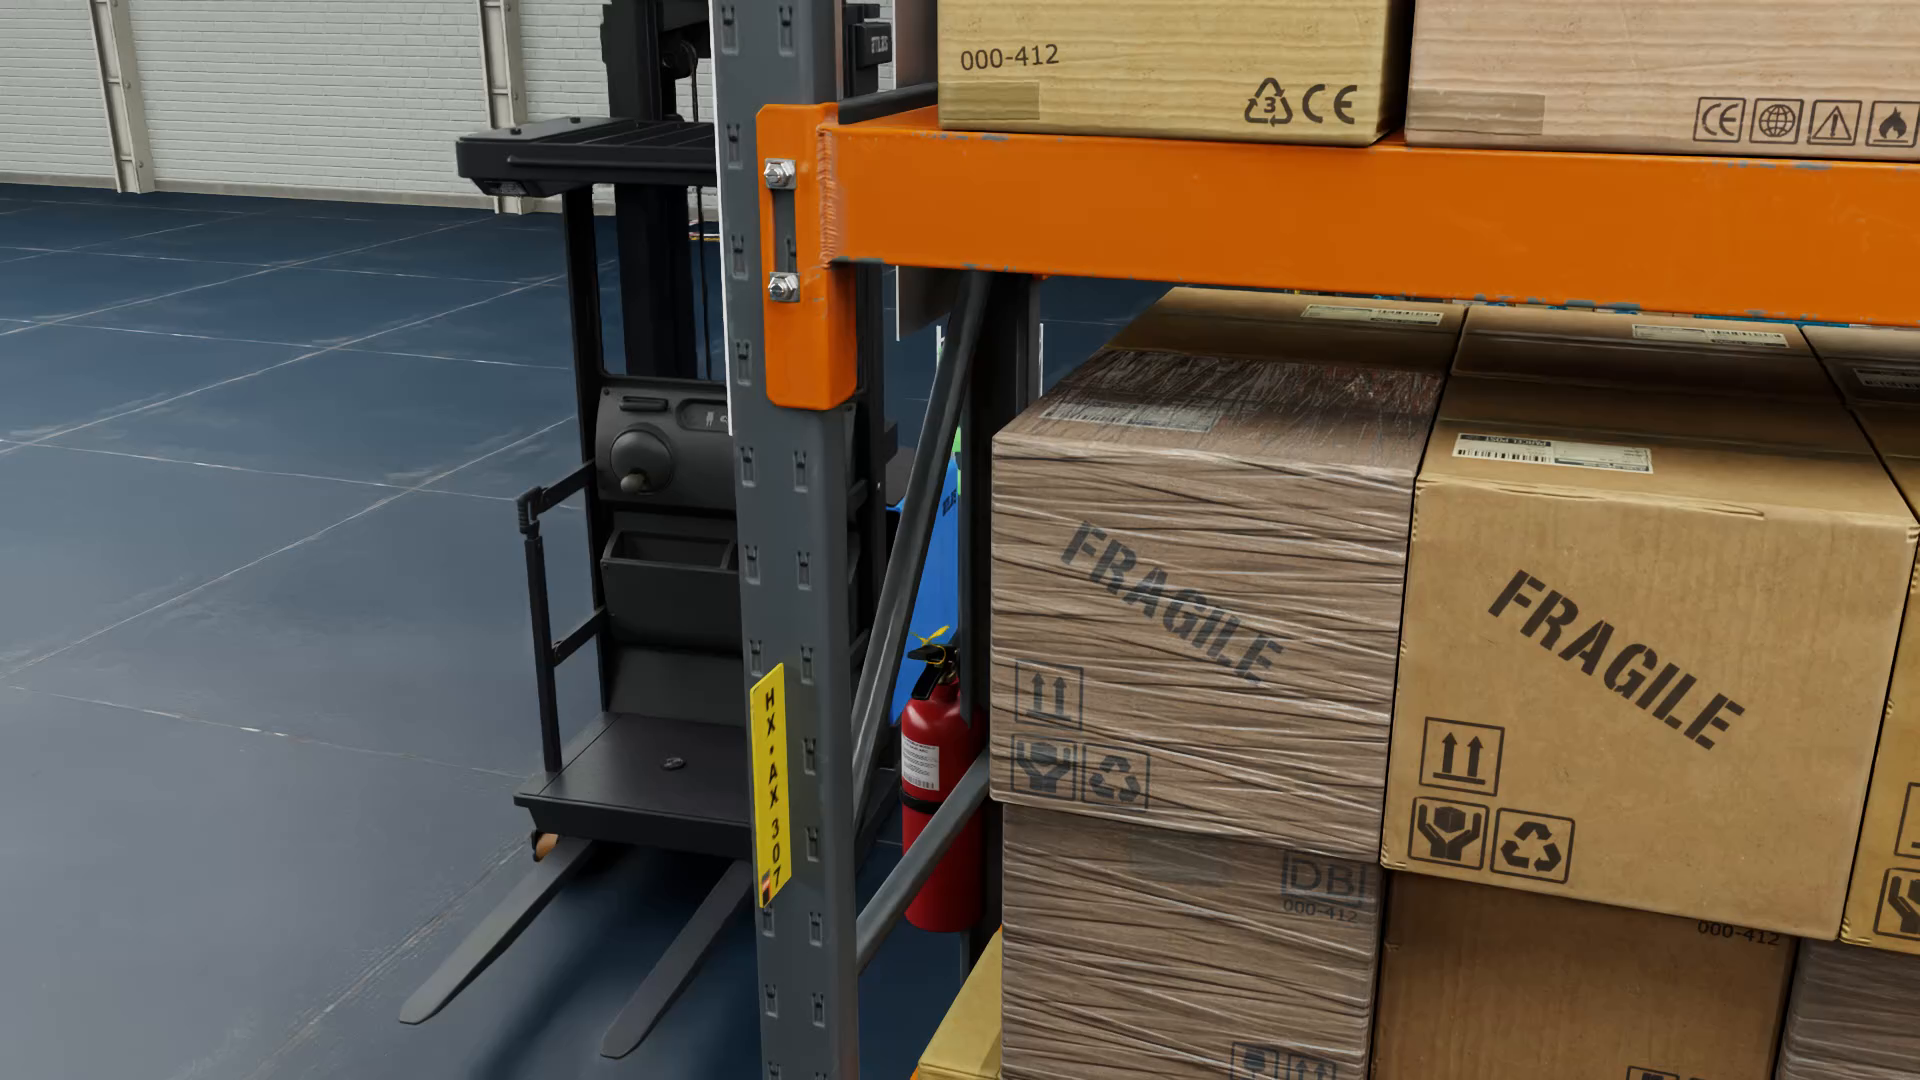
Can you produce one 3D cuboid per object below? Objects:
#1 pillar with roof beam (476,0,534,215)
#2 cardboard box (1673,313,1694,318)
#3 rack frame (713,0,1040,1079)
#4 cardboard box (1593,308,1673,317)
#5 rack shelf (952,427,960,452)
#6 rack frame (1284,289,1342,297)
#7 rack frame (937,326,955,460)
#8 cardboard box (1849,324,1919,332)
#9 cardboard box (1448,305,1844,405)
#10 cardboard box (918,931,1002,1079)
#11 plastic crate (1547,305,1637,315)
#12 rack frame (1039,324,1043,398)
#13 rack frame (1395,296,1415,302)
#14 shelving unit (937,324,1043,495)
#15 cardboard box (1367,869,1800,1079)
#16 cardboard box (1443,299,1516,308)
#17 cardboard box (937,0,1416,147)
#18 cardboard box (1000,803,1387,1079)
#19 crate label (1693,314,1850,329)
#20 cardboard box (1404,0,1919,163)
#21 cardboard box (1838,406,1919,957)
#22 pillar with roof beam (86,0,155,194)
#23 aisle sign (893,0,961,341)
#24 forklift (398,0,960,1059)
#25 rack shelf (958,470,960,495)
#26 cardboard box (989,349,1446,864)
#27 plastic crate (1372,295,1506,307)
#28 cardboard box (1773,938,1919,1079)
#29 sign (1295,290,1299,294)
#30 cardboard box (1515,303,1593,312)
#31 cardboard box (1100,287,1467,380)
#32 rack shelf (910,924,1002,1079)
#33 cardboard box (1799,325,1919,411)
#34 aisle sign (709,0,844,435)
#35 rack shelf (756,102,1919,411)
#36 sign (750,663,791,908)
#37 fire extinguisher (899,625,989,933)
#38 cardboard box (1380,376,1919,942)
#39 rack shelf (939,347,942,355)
[{"bbox_3d":[-7.002,-7.032,15.578,0.400,9.000,9.100,7,20,18],"label":"pillar with roof beam"},{"bbox_3d":[5.028,-1.471,11.140,0.500,0.500,0.500,7,20,18],"label":"cardboard box"},{"bbox_3d":[-0.077,0.573,2.874,0.053,2.616,0.949,7,20,18],"label":"rack frame"},{"bbox_3d":[4.562,-1.531,11.311,0.500,0.500,0.500,7,20,18],"label":"cardboard box"},{"bbox_3d":[0.156,-0.488,8.848,0.480,0.148,0.258,7,20,18],"label":"rack shelf"},{"bbox_3d":[1.550,-0.968,7.295,0.127,3.000,1.000,7,20,18],"label":"rack frame"},{"bbox_3d":[-0.074,-0.575,8.903,0.015,1.200,0.240,7,20,18],"label":"rack frame"},{"bbox_3d":[5.979,-1.369,10.847,0.500,0.500,0.500,7,20,18],"label":"cardboard box"},{"bbox_3d":[0.999,-0.053,2.547,0.500,0.500,0.500,7,20,18],"label":"cardboard box"},{"bbox_3d":[0.115,0.796,2.617,0.250,0.149,0.380,7,20,18],"label":"cardboard box"},{"bbox_3d":[2.732,-0.864,7.225,0.408,0.251,0.499,7,20,18],"label":"plastic crate"},{"bbox_3d":[0.387,-0.522,8.752,0.015,1.200,0.240,7,20,18],"label":"rack frame"},{"bbox_3d":[3.179,-2.507,11.712,0.127,3.000,1.000,7,20,18],"label":"rack frame"},{"bbox_3d":[0.156,-0.549,8.827,0.503,1.200,0.258,7,20,18],"label":"shelving unit"},{"bbox_3d":[0.947,0.469,2.569,0.500,0.500,0.875,7,20,18],"label":"cardboard box"},{"bbox_3d":[3.783,-1.796,12.071,0.500,0.500,0.500,7,20,18],"label":"cardboard box"},{"bbox_3d":[0.295,-0.641,2.028,0.500,0.250,0.500,7,20,20],"label":"cardboard box"},{"bbox_3d":[0.435,0.453,2.617,0.500,0.500,0.875,7,20,18],"label":"cardboard box"},{"bbox_3d":[3.377,-0.870,6.960,0.616,0.435,0.502,7,20,18],"label":"crate label"},{"bbox_3d":[0.784,-0.587,1.874,0.500,0.250,0.500,6,20,17],"label":"cardboard box"},{"bbox_3d":[1.297,0.167,1.919,0.500,0.500,0.500,7,20,18],"label":"cardboard box"},{"bbox_3d":[-12.670,-7.680,17.437,0.400,9.000,9.100,7,20,18],"label":"pillar with roof beam"},{"bbox_3d":[-0.036,-0.755,2.736,0.004,0.787,0.394,7,20,18],"label":"aisle sign"},{"bbox_3d":[-0.855,-0.302,5.489,1.130,2.935,3.031,5,20,13],"label":"forklift"},{"bbox_3d":[0.156,-0.262,8.927,0.480,0.148,0.258,7,20,18],"label":"rack shelf"},{"bbox_3d":[0.354,0.057,2.233,0.500,0.500,0.500,7,20,18],"label":"cardboard box"},{"bbox_3d":[2.121,-0.936,7.431,0.616,0.251,0.499,7,20,18],"label":"plastic crate"},{"bbox_3d":[1.405,0.537,2.375,0.500,0.500,0.875,7,20,18],"label":"cardboard box"},{"bbox_3d":[1.365,-0.928,6.760,0.005,0.325,0.100,7,20,18],"label":"sign"},{"bbox_3d":[4.085,-1.581,11.454,0.500,0.500,0.500,7,20,18],"label":"cardboard box"},{"bbox_3d":[0.525,-0.105,2.697,0.500,0.500,0.500,7,20,18],"label":"cardboard box"},{"bbox_3d":[1.814,1.128,2.376,4.000,0.370,1.077,7,20,18],"label":"rack shelf"},{"bbox_3d":[1.471,0.002,2.390,0.500,0.500,0.500,7,20,18],"label":"cardboard box"},{"bbox_3d":[-0.233,-0.569,2.201,0.004,0.787,0.394,7,20,18],"label":"aisle sign"},{"bbox_3d":[1.814,-0.288,1.882,4.000,0.370,1.077,7,20,18],"label":"rack shelf"},{"bbox_3d":[-0.254,0.332,2.250,0.005,0.325,0.100,7,20,18],"label":"sign"},{"bbox_3d":[-0.033,0.453,3.336,0.183,0.674,0.296,7,20,18],"label":"fire extinguisher"},{"bbox_3d":[0.824,0.113,2.072,0.500,0.500,0.500,7,20,18],"label":"cardboard box"},{"bbox_3d":[0.156,-0.942,8.690,0.480,0.148,0.258,7,20,18],"label":"rack shelf"}]
